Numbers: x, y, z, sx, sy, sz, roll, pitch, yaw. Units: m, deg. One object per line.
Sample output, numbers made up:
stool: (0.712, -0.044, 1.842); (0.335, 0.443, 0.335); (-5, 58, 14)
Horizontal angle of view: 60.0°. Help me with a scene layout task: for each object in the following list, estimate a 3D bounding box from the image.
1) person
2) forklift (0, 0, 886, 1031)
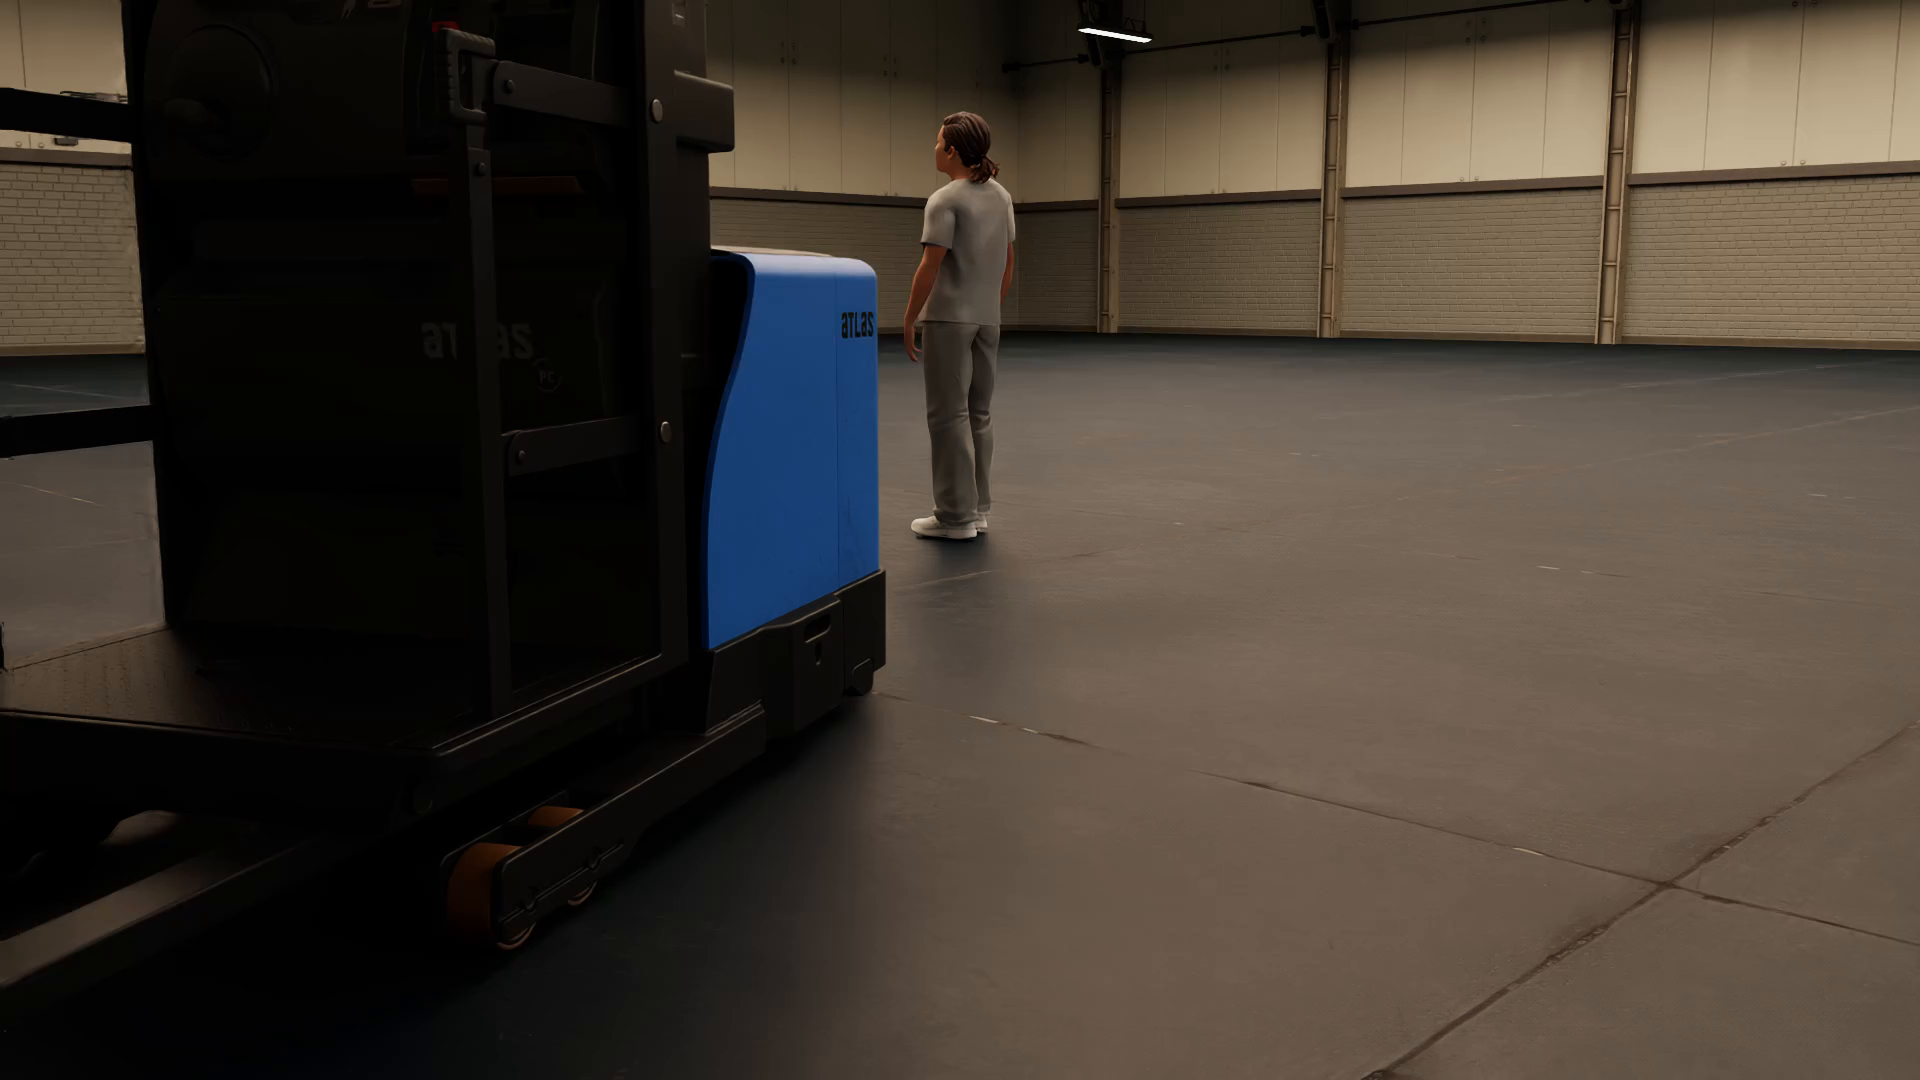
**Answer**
person: (-0.044, -0.844, 6.651); (0.549, 1.675, 0.550); (8, 12, 43)
forklift: (-1.106, -0.886, 2.758); (1.130, 2.935, 3.031); (3, 9, 17)
